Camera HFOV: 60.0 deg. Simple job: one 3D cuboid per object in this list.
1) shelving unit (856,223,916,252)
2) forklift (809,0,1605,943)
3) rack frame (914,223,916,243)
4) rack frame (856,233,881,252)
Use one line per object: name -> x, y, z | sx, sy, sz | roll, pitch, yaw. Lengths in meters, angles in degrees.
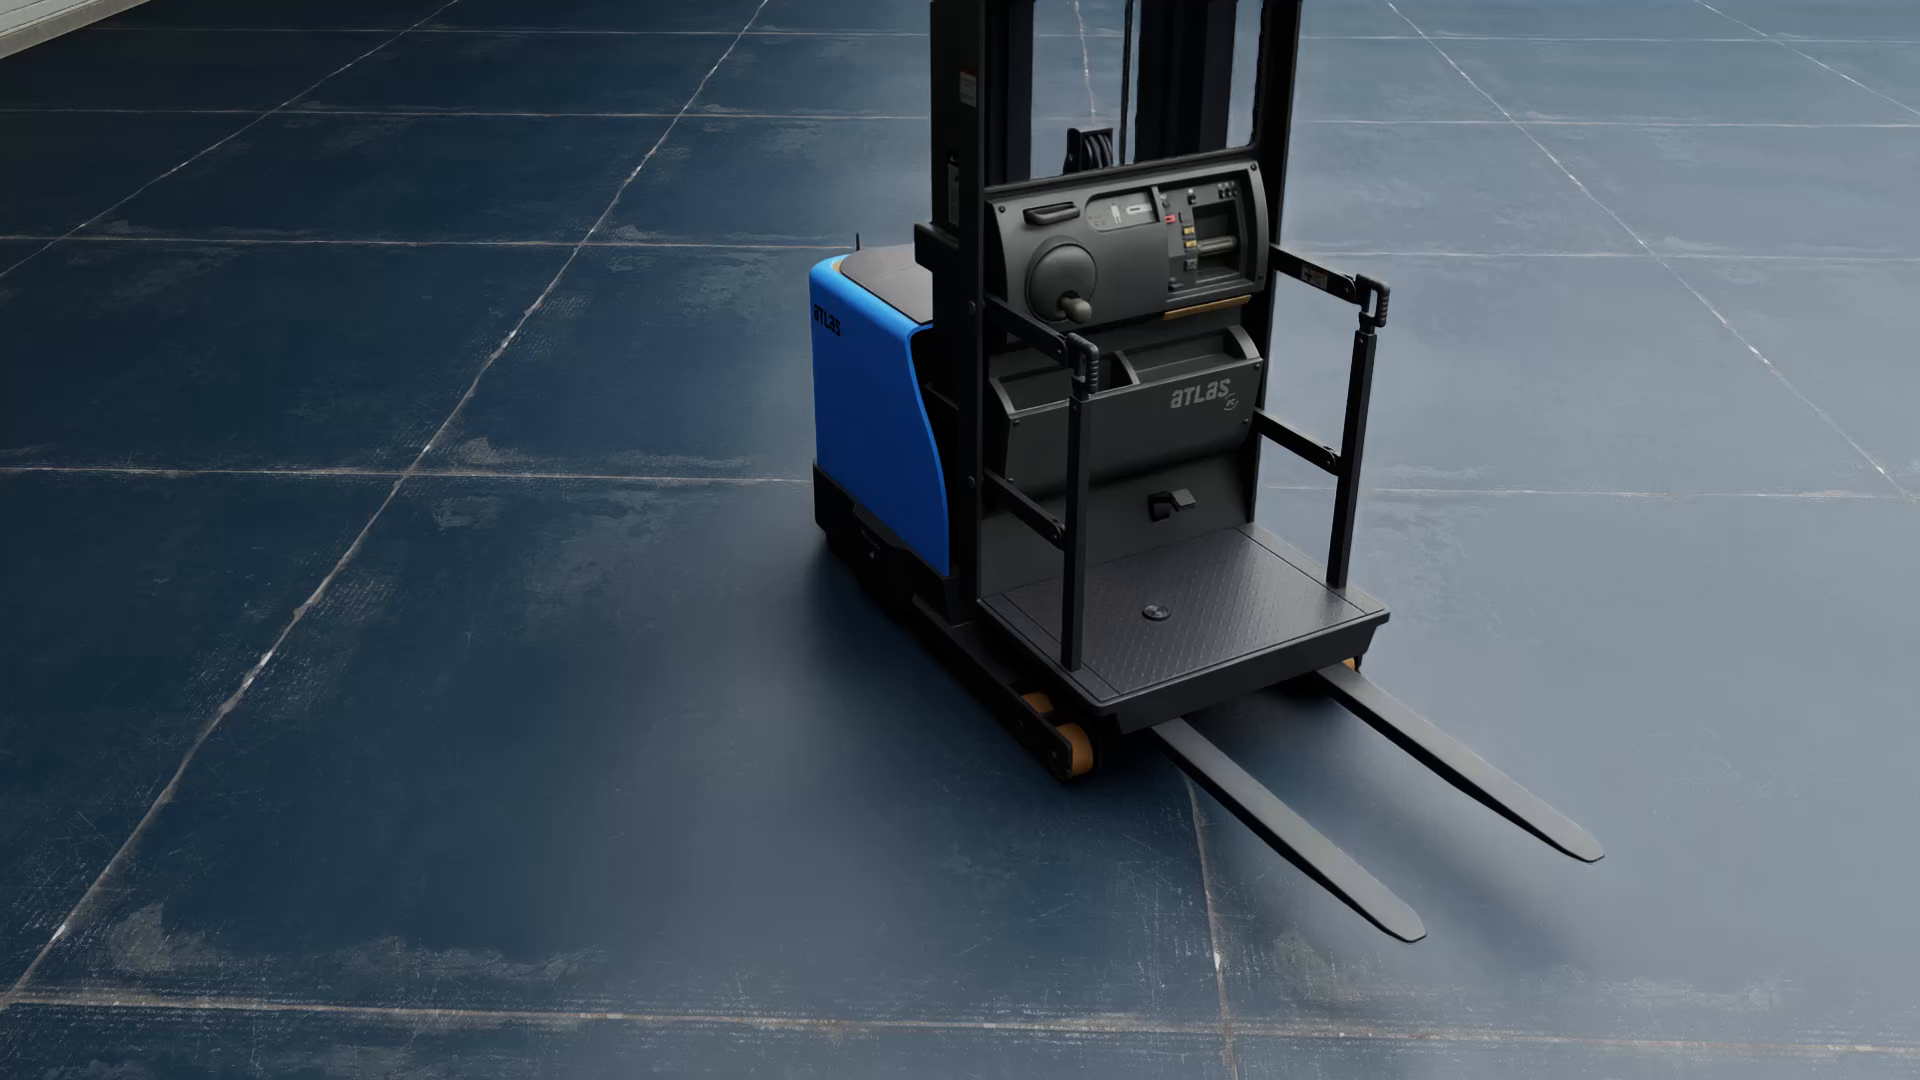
shelving unit -> -0.227, -0.659, 6.373 | 0.252, 1.050, 0.215 | -15, 31, -26
forklift -> 0.619, -0.833, 4.692 | 1.130, 2.935, 3.031 | -15, 31, -26
rack frame -> -0.120, -0.688, 6.426 | 0.008, 1.050, 0.200 | -15, 31, -26
rack frame -> -0.333, -0.631, 6.320 | 0.008, 1.050, 0.200 | -15, 31, -26
